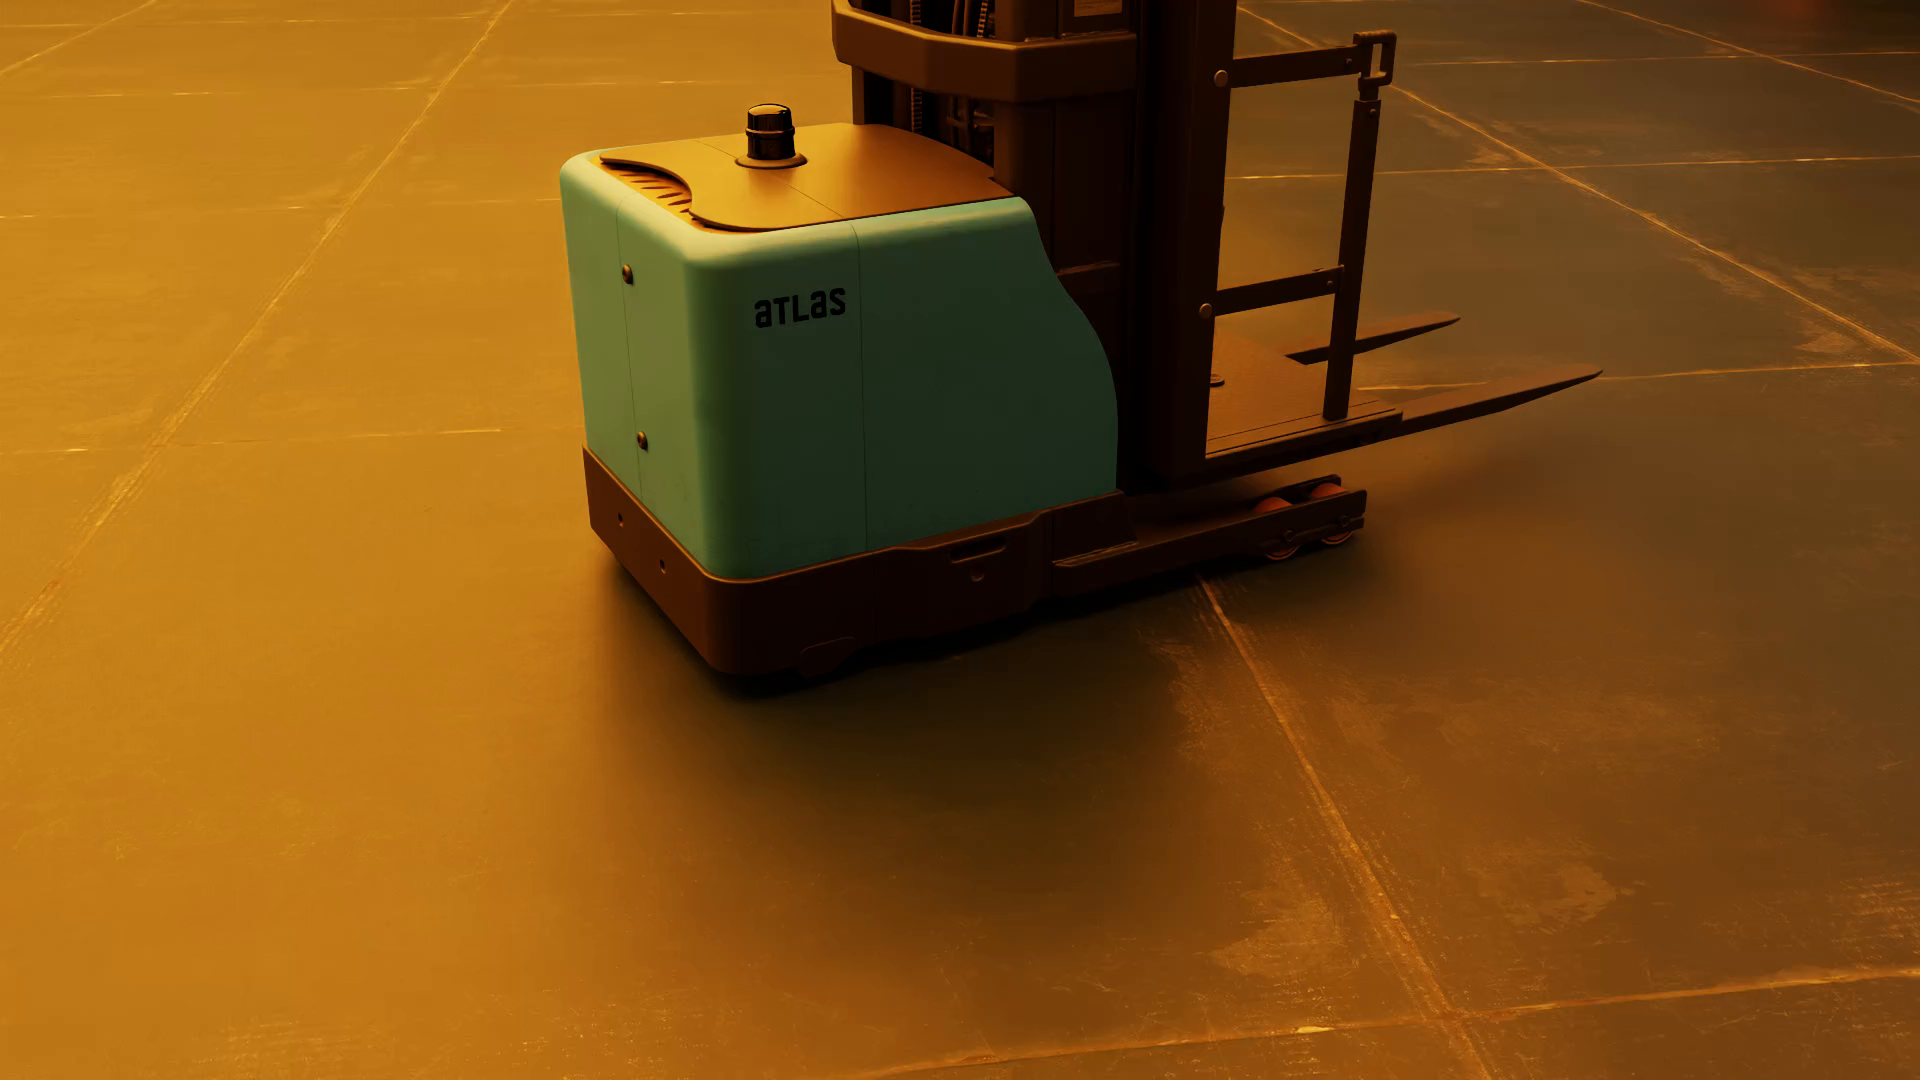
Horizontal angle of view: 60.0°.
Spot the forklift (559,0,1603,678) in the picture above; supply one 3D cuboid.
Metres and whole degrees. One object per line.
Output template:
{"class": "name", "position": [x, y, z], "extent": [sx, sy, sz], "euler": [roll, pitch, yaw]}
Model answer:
{"class": "forklift", "position": [0.529, -1.451, 4.240], "extent": [3.031, 2.935, 1.130], "euler": [-14, 29, -26]}
